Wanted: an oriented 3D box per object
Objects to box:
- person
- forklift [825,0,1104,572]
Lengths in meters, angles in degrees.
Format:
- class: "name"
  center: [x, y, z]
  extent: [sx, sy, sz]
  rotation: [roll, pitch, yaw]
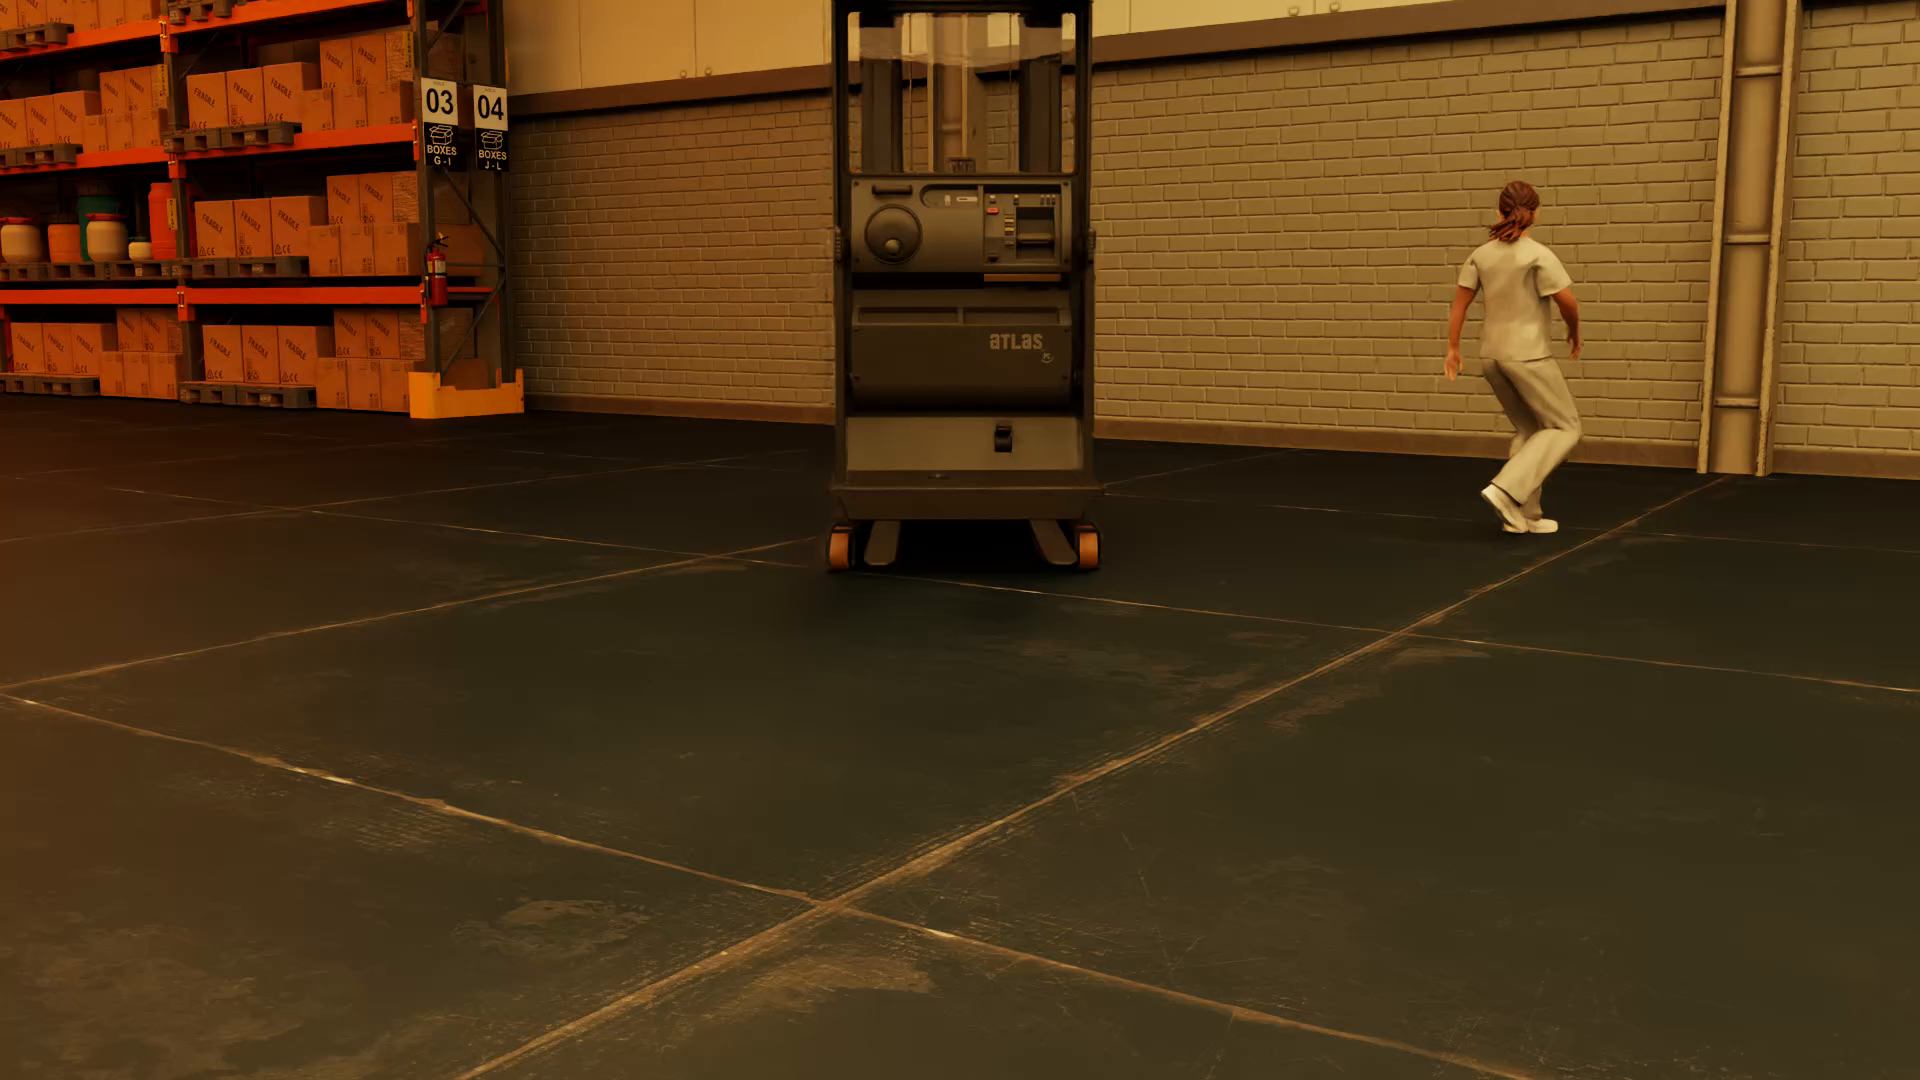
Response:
- class: "person"
  center: [2.580, -0.835, 7.720]
  extent: [0.557, 1.630, 0.616]
  rotation: [-3, 9, -20]
- class: "forklift"
  center: [0.012, -1.365, 6.793]
  extent: [1.130, 2.935, 3.031]
  rotation: [0, 8, -1]
